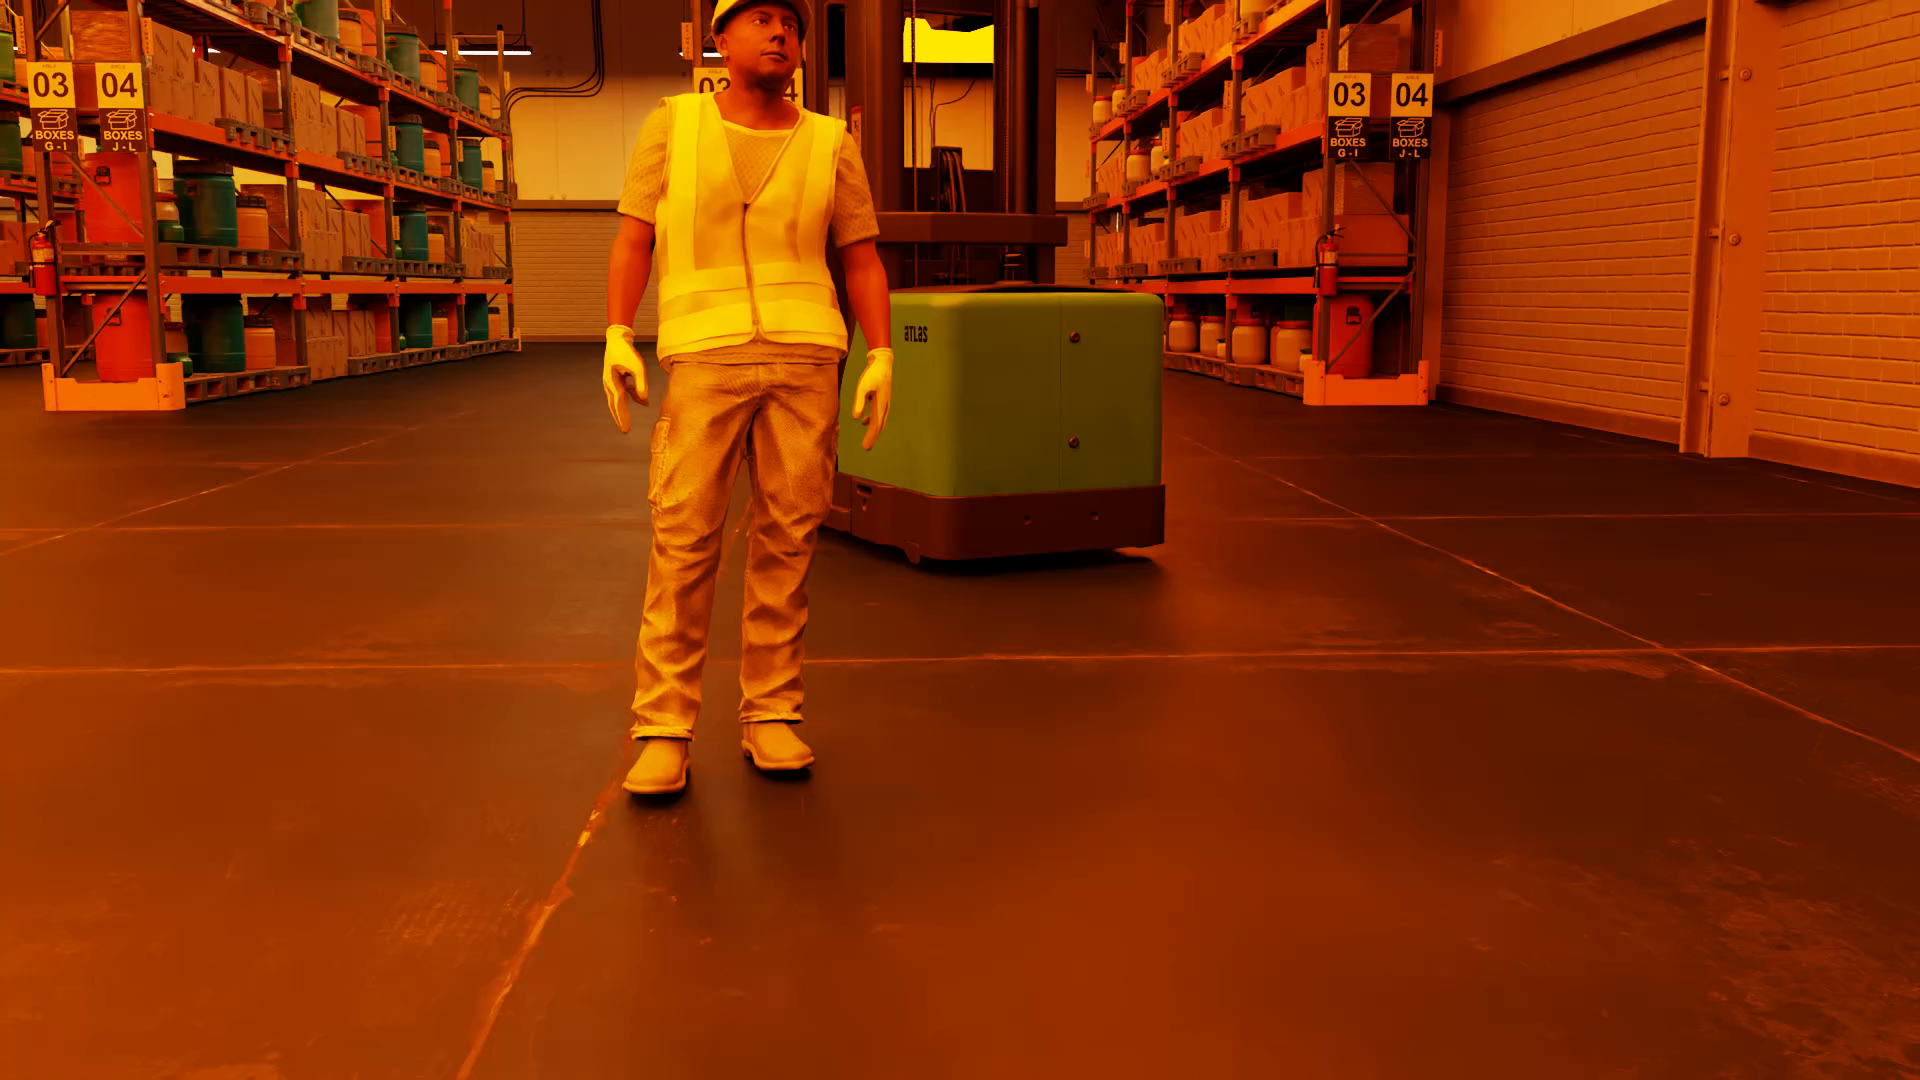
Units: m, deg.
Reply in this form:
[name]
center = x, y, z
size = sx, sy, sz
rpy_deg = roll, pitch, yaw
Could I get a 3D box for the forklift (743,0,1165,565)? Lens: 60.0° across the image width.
[forklift]
center = -0.264, -1.530, 7.637
size = 1.130, 2.935, 3.031
rpy_deg = -4, 9, -25

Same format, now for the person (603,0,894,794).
[person]
center = -0.458, -0.372, 3.694
size = 0.656, 1.781, 0.577
rpy_deg = -2, 9, -13
